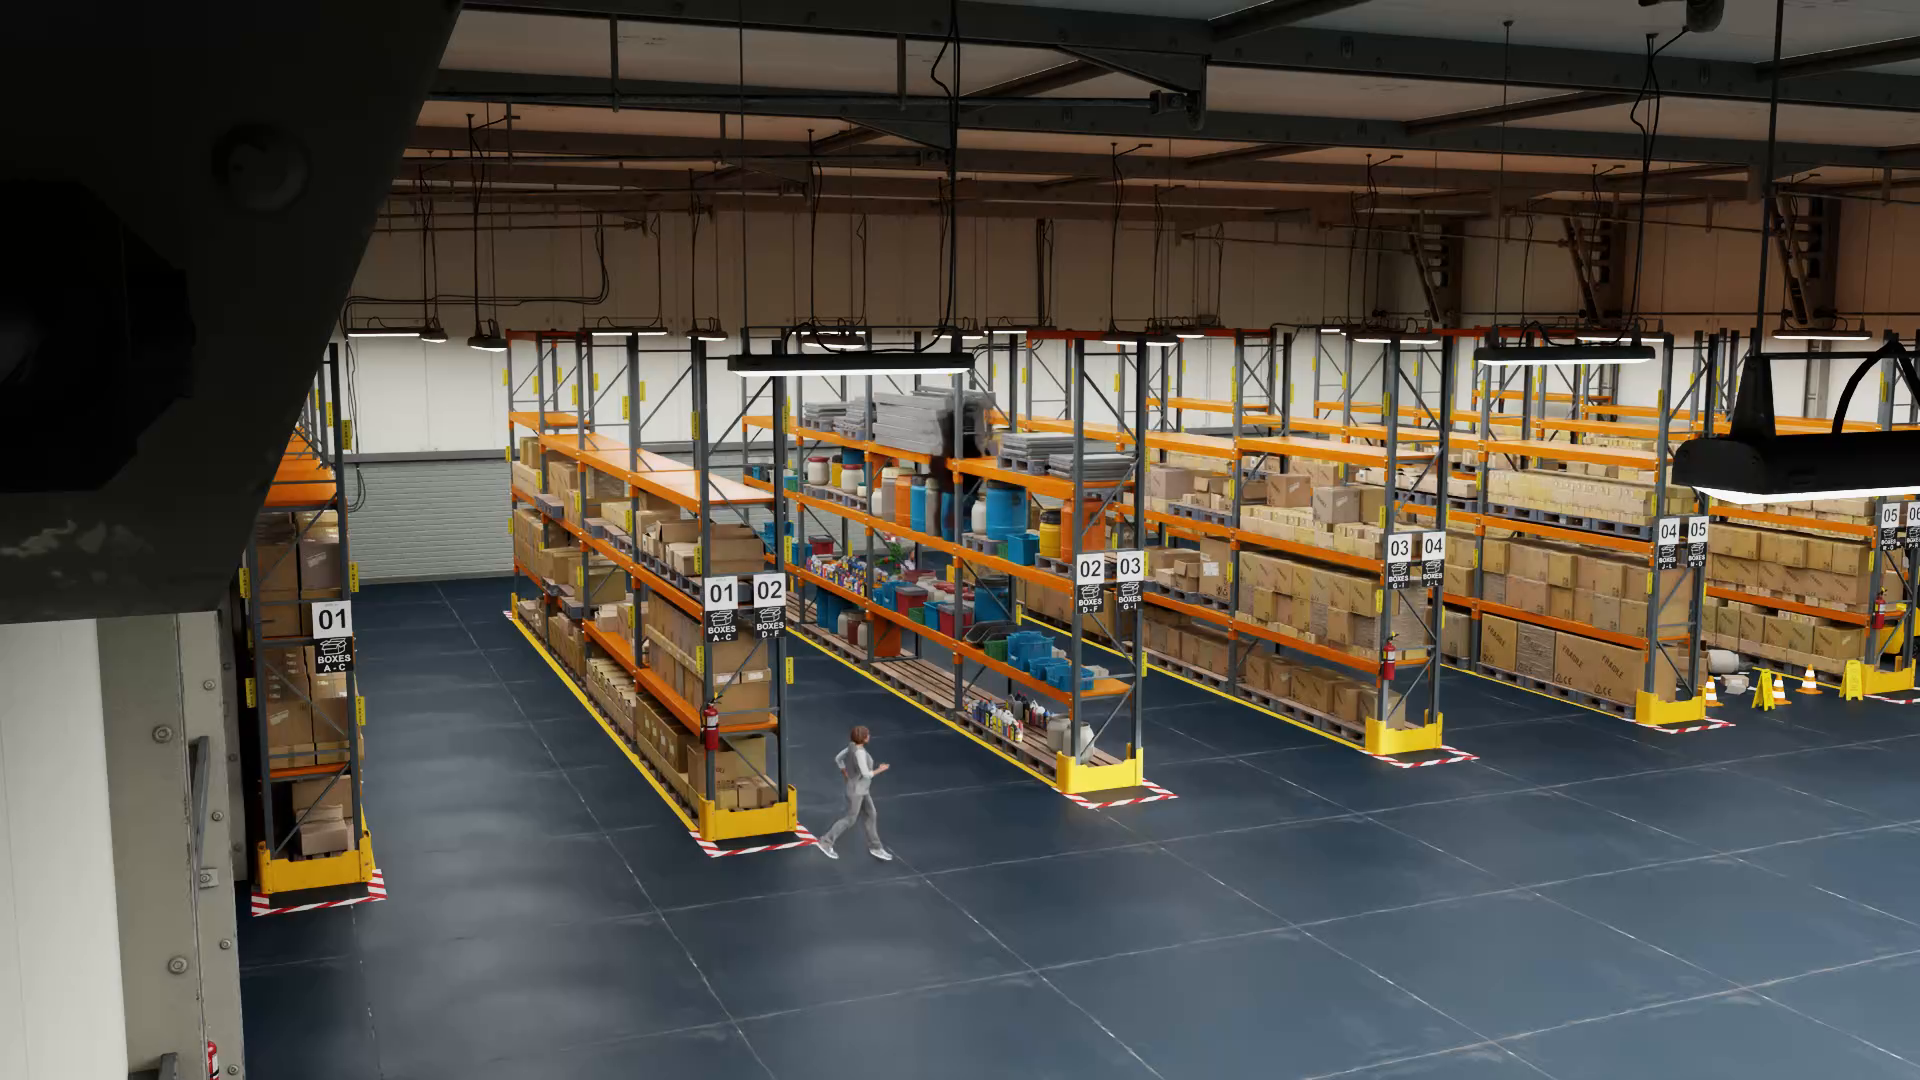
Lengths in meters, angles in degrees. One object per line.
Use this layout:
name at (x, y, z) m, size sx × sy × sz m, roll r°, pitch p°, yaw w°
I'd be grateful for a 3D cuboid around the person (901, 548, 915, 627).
person at (-0.963, 1.005, 33.218) m, size 0.581 × 1.707 × 0.841 m, roll -5°, pitch 9°, yaw -31°

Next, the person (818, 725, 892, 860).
person at (-1.213, 2.920, 19.162) m, size 0.861 × 1.609 × 0.507 m, roll -1°, pitch 8°, yaw -5°

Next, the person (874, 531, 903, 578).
person at (-1.670, 0.039, 39.957) m, size 0.745 × 1.756 × 0.663 m, roll 1°, pitch 8°, yaw 9°
